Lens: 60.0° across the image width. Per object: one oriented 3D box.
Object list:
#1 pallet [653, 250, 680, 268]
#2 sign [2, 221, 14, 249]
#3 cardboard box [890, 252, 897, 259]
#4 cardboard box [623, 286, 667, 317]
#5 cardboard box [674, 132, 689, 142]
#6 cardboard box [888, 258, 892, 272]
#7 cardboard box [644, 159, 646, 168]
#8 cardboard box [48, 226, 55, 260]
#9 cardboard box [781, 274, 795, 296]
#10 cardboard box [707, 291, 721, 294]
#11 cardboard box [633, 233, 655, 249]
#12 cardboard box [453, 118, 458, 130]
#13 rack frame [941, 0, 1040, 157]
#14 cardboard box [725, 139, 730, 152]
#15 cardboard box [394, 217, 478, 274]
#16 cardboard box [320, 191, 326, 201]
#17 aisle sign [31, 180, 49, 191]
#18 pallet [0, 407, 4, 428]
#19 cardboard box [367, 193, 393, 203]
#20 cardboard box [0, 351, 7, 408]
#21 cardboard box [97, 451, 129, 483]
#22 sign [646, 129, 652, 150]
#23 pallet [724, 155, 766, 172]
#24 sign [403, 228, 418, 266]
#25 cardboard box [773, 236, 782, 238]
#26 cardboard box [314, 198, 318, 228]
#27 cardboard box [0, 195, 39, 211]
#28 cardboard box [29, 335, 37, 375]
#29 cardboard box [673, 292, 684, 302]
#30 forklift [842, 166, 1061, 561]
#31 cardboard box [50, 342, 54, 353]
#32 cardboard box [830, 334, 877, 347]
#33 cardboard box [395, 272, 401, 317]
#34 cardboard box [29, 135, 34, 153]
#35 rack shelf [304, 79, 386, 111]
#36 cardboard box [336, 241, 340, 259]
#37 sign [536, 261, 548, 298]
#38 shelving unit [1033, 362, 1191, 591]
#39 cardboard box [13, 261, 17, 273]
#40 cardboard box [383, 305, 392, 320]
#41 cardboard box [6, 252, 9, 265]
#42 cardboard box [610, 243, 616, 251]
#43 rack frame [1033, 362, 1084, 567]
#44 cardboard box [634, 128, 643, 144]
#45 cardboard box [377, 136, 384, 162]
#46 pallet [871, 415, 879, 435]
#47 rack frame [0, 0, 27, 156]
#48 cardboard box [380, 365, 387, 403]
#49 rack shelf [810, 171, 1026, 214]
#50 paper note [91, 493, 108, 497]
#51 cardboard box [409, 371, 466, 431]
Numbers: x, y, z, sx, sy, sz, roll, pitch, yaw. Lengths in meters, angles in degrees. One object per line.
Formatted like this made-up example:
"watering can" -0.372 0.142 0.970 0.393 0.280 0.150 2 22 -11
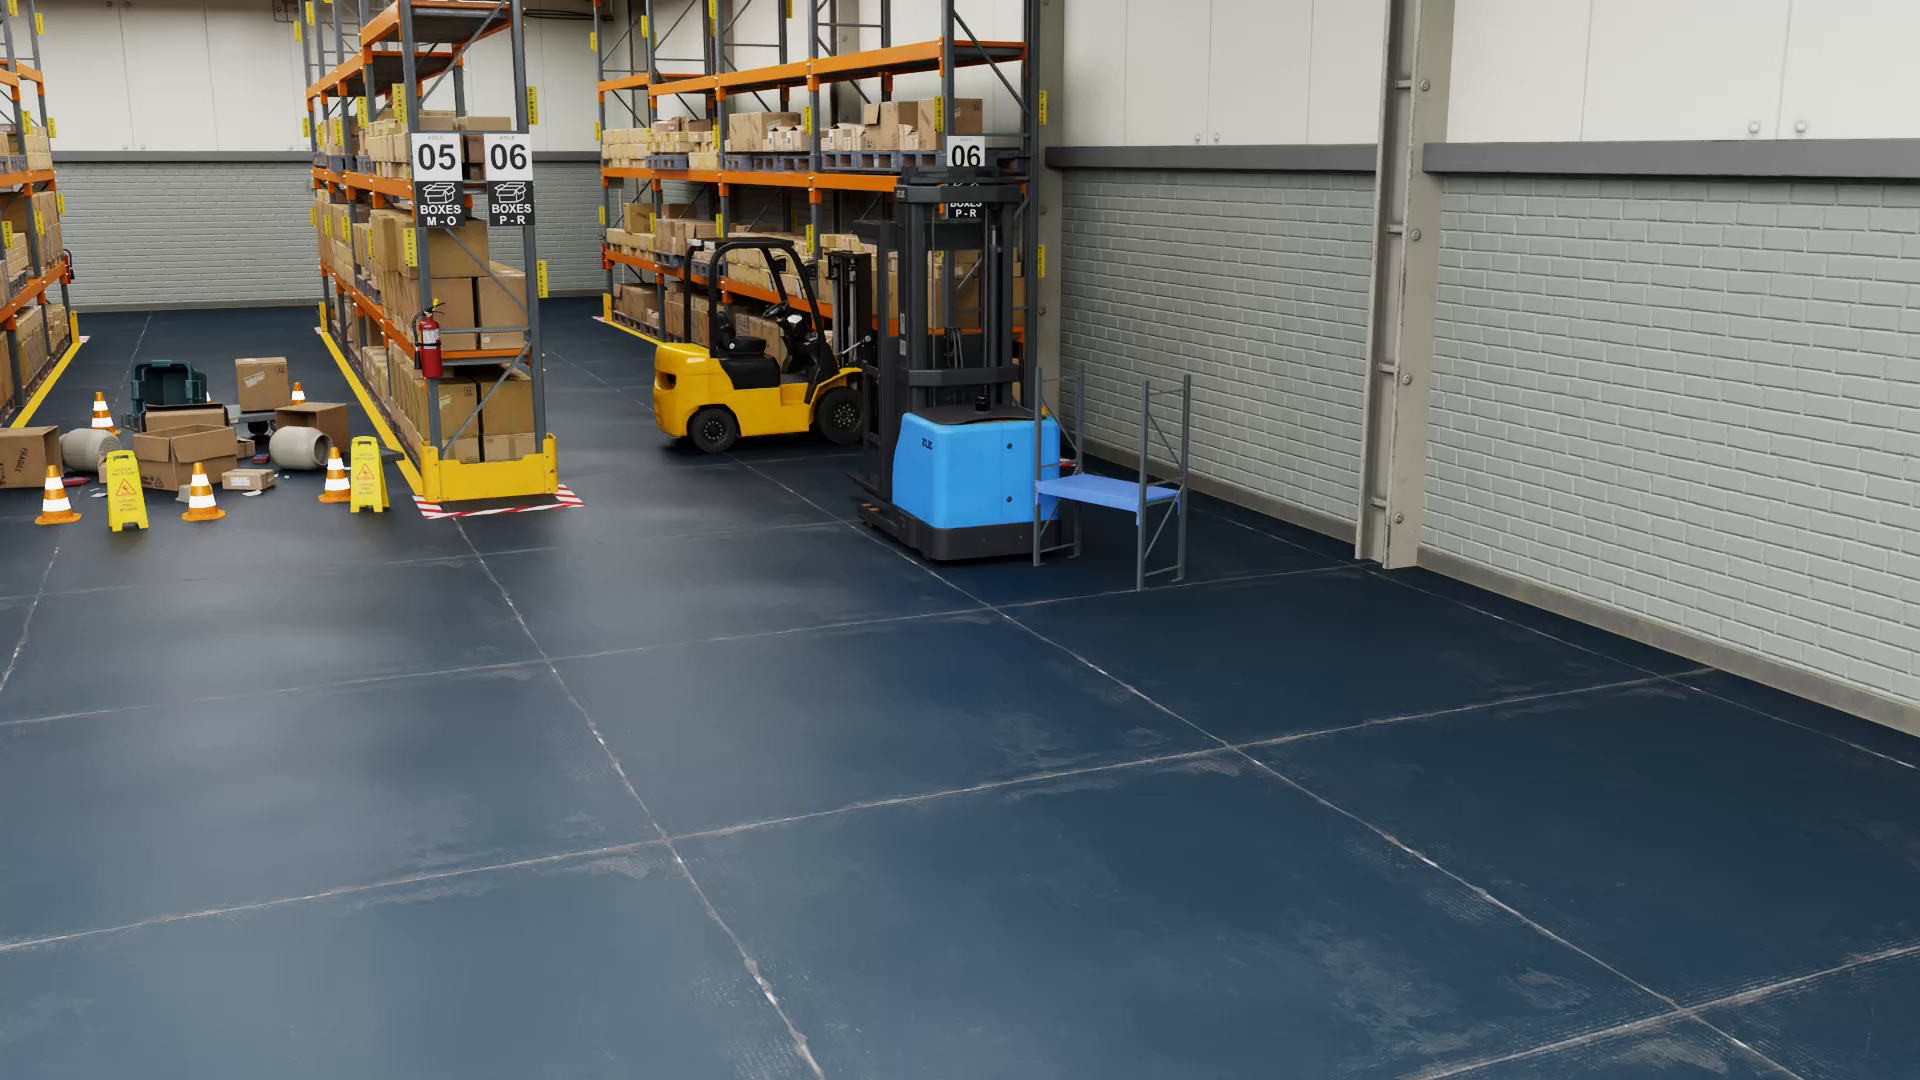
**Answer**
"pallet" -4.286 -4.524 26.689 1.003 0.211 1.213 -6 14 -23
"sign" -11.438 -3.664 19.979 0.100 0.325 0.005 -6 14 -23
"cardboard box" -0.530 -3.079 17.702 0.380 0.149 0.250 -5 14 -22
"cardboard box" -5.643 -4.290 29.867 0.700 0.500 0.500 -5 14 -21
"cardboard box" -4.118 -6.115 25.231 0.380 0.149 0.250 -6 14 -23
"cardboard box" -0.631 -2.987 17.962 0.380 0.149 0.250 -6 14 -23
"cardboard box" -5.016 -6.230 27.539 0.380 0.149 0.250 -6 14 -23
"cardboard box" -14.130 -4.511 25.326 0.500 0.500 0.500 -5 14 -20
"cardboard box" -1.950 -3.250 21.093 0.500 0.250 0.500 -6 14 -23
"cardboard box" -3.879 -3.942 26.922 0.380 0.149 0.250 -5 14 -22
"cardboard box" -5.335 -5.154 28.658 0.500 0.250 0.500 -6 14 -23
"cardboard box" -4.580 -3.892 15.670 0.380 0.149 0.250 -6 14 -23
"rack frame" 0.301 -5.236 16.035 1.000 3.000 0.127 -6 14 -23
"cardboard box" -3.042 -5.467 23.052 0.380 0.166 0.250 -6 14 -23
"cardboard box" -4.846 -2.736 15.439 0.700 0.500 0.500 -5 14 -22
"cardboard box" -10.184 -5.599 27.030 0.380 0.149 0.250 -6 14 -24
"aisle sign" -14.904 -6.010 26.920 0.394 0.787 0.004 -6 14 -23
"pallet" -11.214 -1.269 18.384 1.003 0.211 1.213 -6 14 -23
"cardboard box" -8.941 -5.284 25.669 0.380 0.149 0.250 -6 14 -24
"cardboard box" -11.431 -1.843 18.738 1.050 0.750 0.750 -5 14 -22
"cardboard box" -7.967 -0.702 15.812 0.396 0.266 0.258 -3 13 -13
"sign" -5.000 -6.455 26.808 0.100 0.325 0.005 -6 14 -23
"pallet" -2.550 -5.203 22.965 1.213 0.211 1.003 -5 14 -20
"sign" -4.762 -2.536 14.406 0.100 0.325 0.005 -6 14 -23
"cardboard box" -2.519 -3.972 22.220 0.380 0.149 0.250 -5 14 -22
"cardboard box" -10.724 -5.580 28.390 0.500 0.500 0.500 -6 14 -24
"cardboard box" -13.727 -4.777 24.258 0.500 0.500 0.500 -6 14 -25
"cardboard box" -12.409 -2.414 21.759 0.500 0.500 0.500 -6 14 -24
"cardboard box" -4.424 -3.947 26.943 0.380 0.149 0.250 -6 14 -25
"forklift" -0.223 -1.560 13.610 1.130 2.935 3.031 -5 14 -20
"cardboard box" -13.399 -2.795 24.185 0.380 0.149 0.250 -6 14 -25
"cardboard box" -1.200 -2.257 19.417 0.500 0.250 0.500 -6 14 -23
"cardboard box" -5.295 -2.459 16.459 0.500 0.500 0.500 -5 14 -22
"cardboard box" -13.716 -5.731 24.053 0.500 0.250 0.500 -6 14 -23
"rack shelf" -9.854 -7.134 26.718 1.077 0.370 4.000 -6 14 -23
"cardboard box" -8.722 -4.185 24.025 0.500 0.250 0.500 -5 14 -22
"sign" -3.749 -2.335 14.885 0.100 0.325 0.005 -6 14 -23
"shelving unit" 1.094 -0.489 12.157 0.538 1.500 1.048 -12 18 -42
"cardboard box" -12.576 -3.569 21.765 0.380 0.149 0.250 -6 14 -25
"cardboard box" -6.016 -2.474 17.963 0.380 0.149 0.250 -6 14 -23
"cardboard box" -12.277 -3.557 21.051 0.380 0.149 0.250 -6 14 -23
"cardboard box" -6.228 -5.403 30.622 0.380 0.149 0.250 -6 14 -23
"rack frame" 0.742 -0.572 12.515 0.500 1.500 0.032 -12 18 -42
"cardboard box" -5.140 -6.756 27.818 0.500 0.250 0.500 -6 14 -24
"cardboard box" -5.519 -3.897 16.578 0.500 0.250 0.500 -5 14 -22
"pallet" -0.529 -1.360 18.779 1.003 0.211 1.213 -6 14 -23
"rack frame" -13.548 -6.798 22.784 1.000 3.000 0.127 -6 14 -23
"cardboard box" -6.352 -1.871 19.698 0.950 0.372 0.625 -5 14 -19
"rack shelf" -0.500 -3.837 18.239 1.077 0.370 4.000 -6 14 -23
"paper note" -7.797 -0.417 15.109 0.144 0.017 0.142 -1 13 -4
"cardboard box" -5.018 -1.344 16.027 0.500 0.500 0.500 -5 14 -21
